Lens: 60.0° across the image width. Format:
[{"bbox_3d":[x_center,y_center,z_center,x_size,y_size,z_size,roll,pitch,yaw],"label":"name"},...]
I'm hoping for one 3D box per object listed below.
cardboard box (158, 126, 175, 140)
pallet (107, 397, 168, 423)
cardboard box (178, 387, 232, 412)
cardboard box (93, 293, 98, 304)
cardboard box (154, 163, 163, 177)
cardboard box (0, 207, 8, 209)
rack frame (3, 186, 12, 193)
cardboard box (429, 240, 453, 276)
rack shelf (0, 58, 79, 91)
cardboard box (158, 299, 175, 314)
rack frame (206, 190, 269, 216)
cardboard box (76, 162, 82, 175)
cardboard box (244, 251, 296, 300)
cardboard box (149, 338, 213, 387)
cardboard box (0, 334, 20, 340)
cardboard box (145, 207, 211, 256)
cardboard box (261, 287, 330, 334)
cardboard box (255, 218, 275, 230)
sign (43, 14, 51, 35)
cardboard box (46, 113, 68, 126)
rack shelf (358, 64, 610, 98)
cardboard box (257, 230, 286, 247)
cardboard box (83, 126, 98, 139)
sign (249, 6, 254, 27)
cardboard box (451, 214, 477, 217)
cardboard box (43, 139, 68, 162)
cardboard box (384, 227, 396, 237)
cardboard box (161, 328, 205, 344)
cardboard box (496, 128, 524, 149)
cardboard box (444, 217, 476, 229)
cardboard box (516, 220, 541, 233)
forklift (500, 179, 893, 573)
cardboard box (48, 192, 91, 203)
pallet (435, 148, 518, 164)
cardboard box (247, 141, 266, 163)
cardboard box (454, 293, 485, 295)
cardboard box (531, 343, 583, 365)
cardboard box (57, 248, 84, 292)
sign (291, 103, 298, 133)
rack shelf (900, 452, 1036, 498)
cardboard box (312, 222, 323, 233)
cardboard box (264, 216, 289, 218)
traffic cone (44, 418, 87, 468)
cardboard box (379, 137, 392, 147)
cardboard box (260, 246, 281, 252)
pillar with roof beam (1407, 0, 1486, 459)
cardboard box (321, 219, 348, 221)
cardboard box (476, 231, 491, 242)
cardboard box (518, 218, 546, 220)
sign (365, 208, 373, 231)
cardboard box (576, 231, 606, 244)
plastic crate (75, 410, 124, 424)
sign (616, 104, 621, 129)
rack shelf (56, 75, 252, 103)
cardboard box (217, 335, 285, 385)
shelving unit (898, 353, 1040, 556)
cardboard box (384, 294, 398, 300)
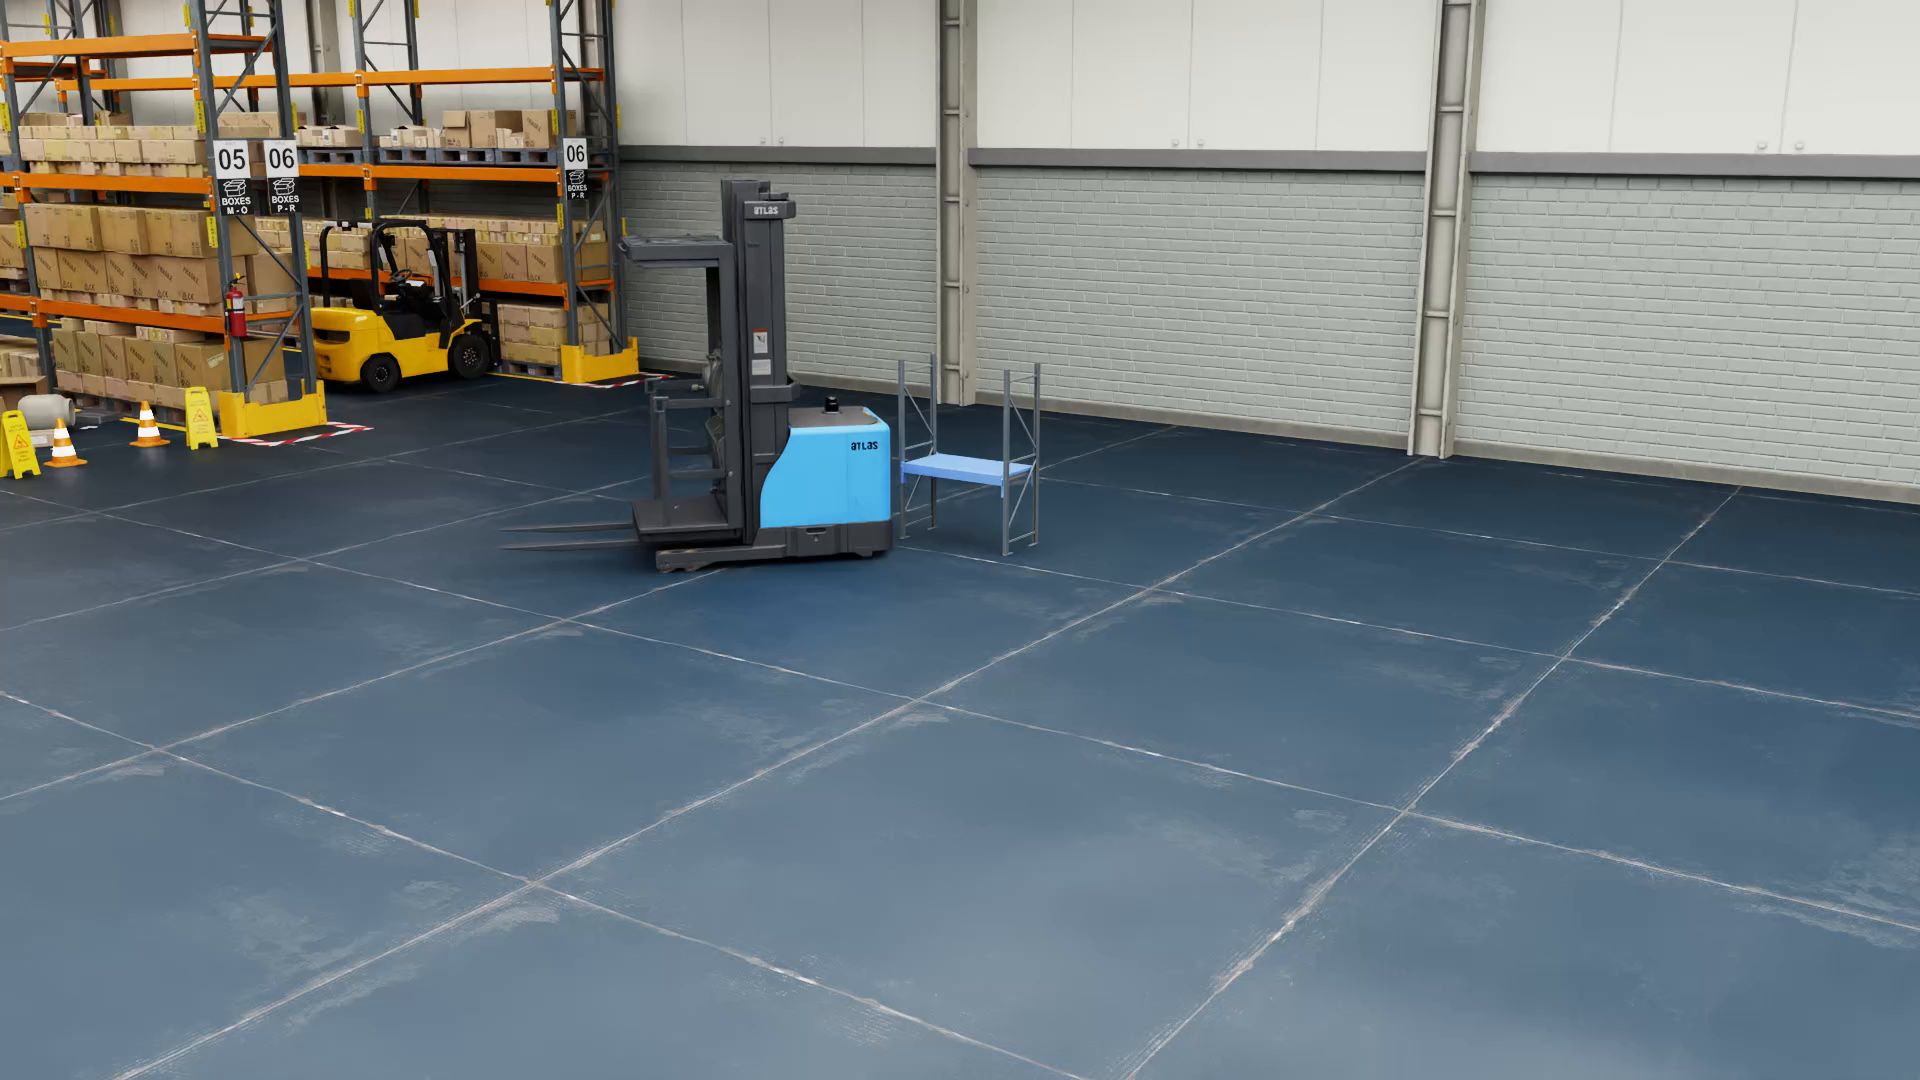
[{"bbox_3d":[-8.573,-4.482,18.308,0.250,0.149,0.380,9,16,32],"label":"cardboard box"},{"bbox_3d":[-9.438,-1.638,20.001,1.213,0.211,1.003,9,17,33],"label":"pallet"},{"bbox_3d":[-8.554,-1.629,19.008,0.500,0.250,0.500,9,17,33],"label":"cardboard box"},{"bbox_3d":[-10.049,-2.887,19.767,0.250,0.149,0.380,9,17,33],"label":"cardboard box"},{"bbox_3d":[-8.764,-4.144,18.603,0.250,0.149,0.380,9,17,33],"label":"cardboard box"},{"bbox_3d":[-12.836,-4.323,21.993,0.250,0.149,0.380,8,16,30],"label":"cardboard box"},{"bbox_3d":[-18.222,-5.837,31.162,0.127,3.000,1.000,9,17,33],"label":"rack frame"},{"bbox_3d":[-7.180,-4.031,23.656,0.500,0.500,0.500,9,17,32],"label":"cardboard box"},{"bbox_3d":[-12.691,-5.875,21.158,4.000,0.370,1.077,9,17,33],"label":"rack shelf"},{"bbox_3d":[-8.846,-2.666,18.874,0.250,0.149,0.380,10,17,34],"label":"cardboard box"},{"bbox_3d":[-11.584,-4.765,26.828,0.127,3.000,1.000,9,17,33],"label":"rack frame"},{"bbox_3d":[-10.056,-4.344,19.411,0.250,0.149,0.380,9,16,31],"label":"cardboard box"},{"bbox_3d":[-7.951,-3.013,18.926,0.500,0.500,0.500,9,16,32],"label":"cardboard box"},{"bbox_3d":[-8.958,-2.059,19.188,0.500,0.500,0.500,10,17,35],"label":"cardboard box"},{"bbox_3d":[-13.271,-2.528,22.386,0.625,0.372,0.950,9,16,32],"label":"cardboard box"},{"bbox_3d":[-8.674,-3.474,18.707,0.500,0.500,0.700,9,17,33],"label":"cardboard box"},{"bbox_3d":[-10.527,-3.643,26.367,0.625,0.625,0.875,10,17,35],"label":"cardboard box"},{"bbox_3d":[-10.810,-4.929,25.935,0.250,0.149,0.380,9,17,33],"label":"cardboard box"},{"bbox_3d":[-15.221,-8.599,27.726,0.005,0.325,0.100,9,17,33],"label":"sign"},{"bbox_3d":[-11.712,-5.291,21.110,0.500,0.250,0.500,9,16,32],"label":"cardboard box"},{"bbox_3d":[-6.605,-6.329,22.991,4.000,0.370,1.077,9,17,33],"label":"rack shelf"},{"bbox_3d":[-10.513,-4.685,25.779,0.500,0.250,0.500,9,16,31],"label":"cardboard box"},{"bbox_3d":[-9.841,-4.688,19.140,0.250,0.149,0.380,9,16,32],"label":"cardboard box"},{"bbox_3d":[-11.277,-8.318,26.425,0.005,0.325,0.100,9,17,33],"label":"sign"},{"bbox_3d":[-7.176,-4.658,24.219,0.250,0.149,0.380,9,16,32],"label":"cardboard box"},{"bbox_3d":[-10.386,-4.585,19.552,0.500,0.250,0.500,9,17,32],"label":"cardboard box"},{"bbox_3d":[-8.147,-4.496,24.187,0.250,0.149,0.380,9,16,32],"label":"cardboard box"},{"bbox_3d":[-8.865,-2.341,18.975,0.250,0.149,0.380,10,17,34],"label":"cardboard box"},{"bbox_3d":[-6.013,-5.420,22.429,0.258,0.266,0.396,9,17,33],"label":"cardboard box"},{"bbox_3d":[-7.053,-4.477,23.490,0.250,0.149,0.380,9,17,33],"label":"cardboard box"},{"bbox_3d":[-5.815,-4.262,22.621,0.250,0.149,0.380,10,17,34],"label":"cardboard box"},{"bbox_3d":[-2.112,-1.310,13.014,3.031,2.935,1.130,-3,14,-14],"label":"forklift"},{"bbox_3d":[-15.990,-5.989,29.909,0.500,0.500,0.500,9,16,31],"label":"cardboard box"},{"bbox_3d":[-6.534,-5.368,23.209,1.213,0.211,1.003,9,17,33],"label":"pallet"},{"bbox_3d":[-7.981,-4.350,18.603,0.500,0.250,0.500,9,16,32],"label":"cardboard box"},{"bbox_3d":[-7.320,-3.490,24.448,0.500,0.250,0.500,9,16,32],"label":"cardboard box"},{"bbox_3d":[-5.512,-2.561,22.774,0.500,0.250,0.500,9,17,33],"label":"cardboard box"},{"bbox_3d":[-10.393,-3.254,19.897,0.500,0.500,0.500,9,17,33],"label":"cardboard box"},{"bbox_3d":[-7.410,-4.690,18.466,0.005,0.325,0.100,9,17,33],"label":"sign"},{"bbox_3d":[0.071,-0.542,13.640,1.000,0.185,0.538,9,17,33],"label":"rack shelf"},{"bbox_3d":[-9.545,-4.724,25.106,0.250,0.149,0.380,9,16,31],"label":"cardboard box"},{"bbox_3d":[-10.921,-5.112,26.673,0.250,0.149,0.380,10,17,34],"label":"cardboard box"},{"bbox_3d":[-9.127,-1.004,16.915,0.334,0.463,0.336,9,17,33],"label":"traffic cone"},{"bbox_3d":[-8.062,-5.694,23.781,0.250,0.149,0.380,10,17,34],"label":"cardboard box"},{"bbox_3d":[-10.506,-4.447,25.859,0.500,0.250,0.500,9,16,31],"label":"cardboard box"},{"bbox_3d":[2.534,-4.409,12.908,0.400,9.000,9.100,9,17,33],"label":"pillar with roof beam"},{"bbox_3d":[-9.676,-4.895,25.798,0.250,0.149,0.380,9,17,33],"label":"cardboard box"},{"bbox_3d":[-6.468,-4.213,23.042,0.250,0.149,0.380,9,17,33],"label":"cardboard box"},{"bbox_3d":[-5.960,-4.428,23.292,0.250,0.149,0.380,10,17,35],"label":"cardboard box"},{"bbox_3d":[-8.560,-4.642,24.089,0.005,0.325,0.100,9,17,33],"label":"sign"},{"bbox_3d":[-5.082,-4.152,22.797,0.250,0.149,0.380,9,16,31],"label":"cardboard box"},{"bbox_3d":[-10.187,-1.447,19.501,0.583,0.080,0.402,3,14,14],"label":"plastic crate"},{"bbox_3d":[-4.631,-5.720,22.463,0.005,0.325,0.100,9,17,33],"label":"sign"},{"bbox_3d":[-13.243,-7.402,27.325,4.000,0.370,1.077,9,17,33],"label":"rack shelf"},{"bbox_3d":[-8.248,-2.101,19.356,0.500,0.500,0.500,9,16,31],"label":"cardboard box"},{"bbox_3d":[0.071,-0.717,13.597,1.048,1.500,0.538,9,17,33],"label":"shelving unit"},{"bbox_3d":[-8.038,-3.455,24.306,0.500,0.250,0.500,9,16,32],"label":"cardboard box"}]
